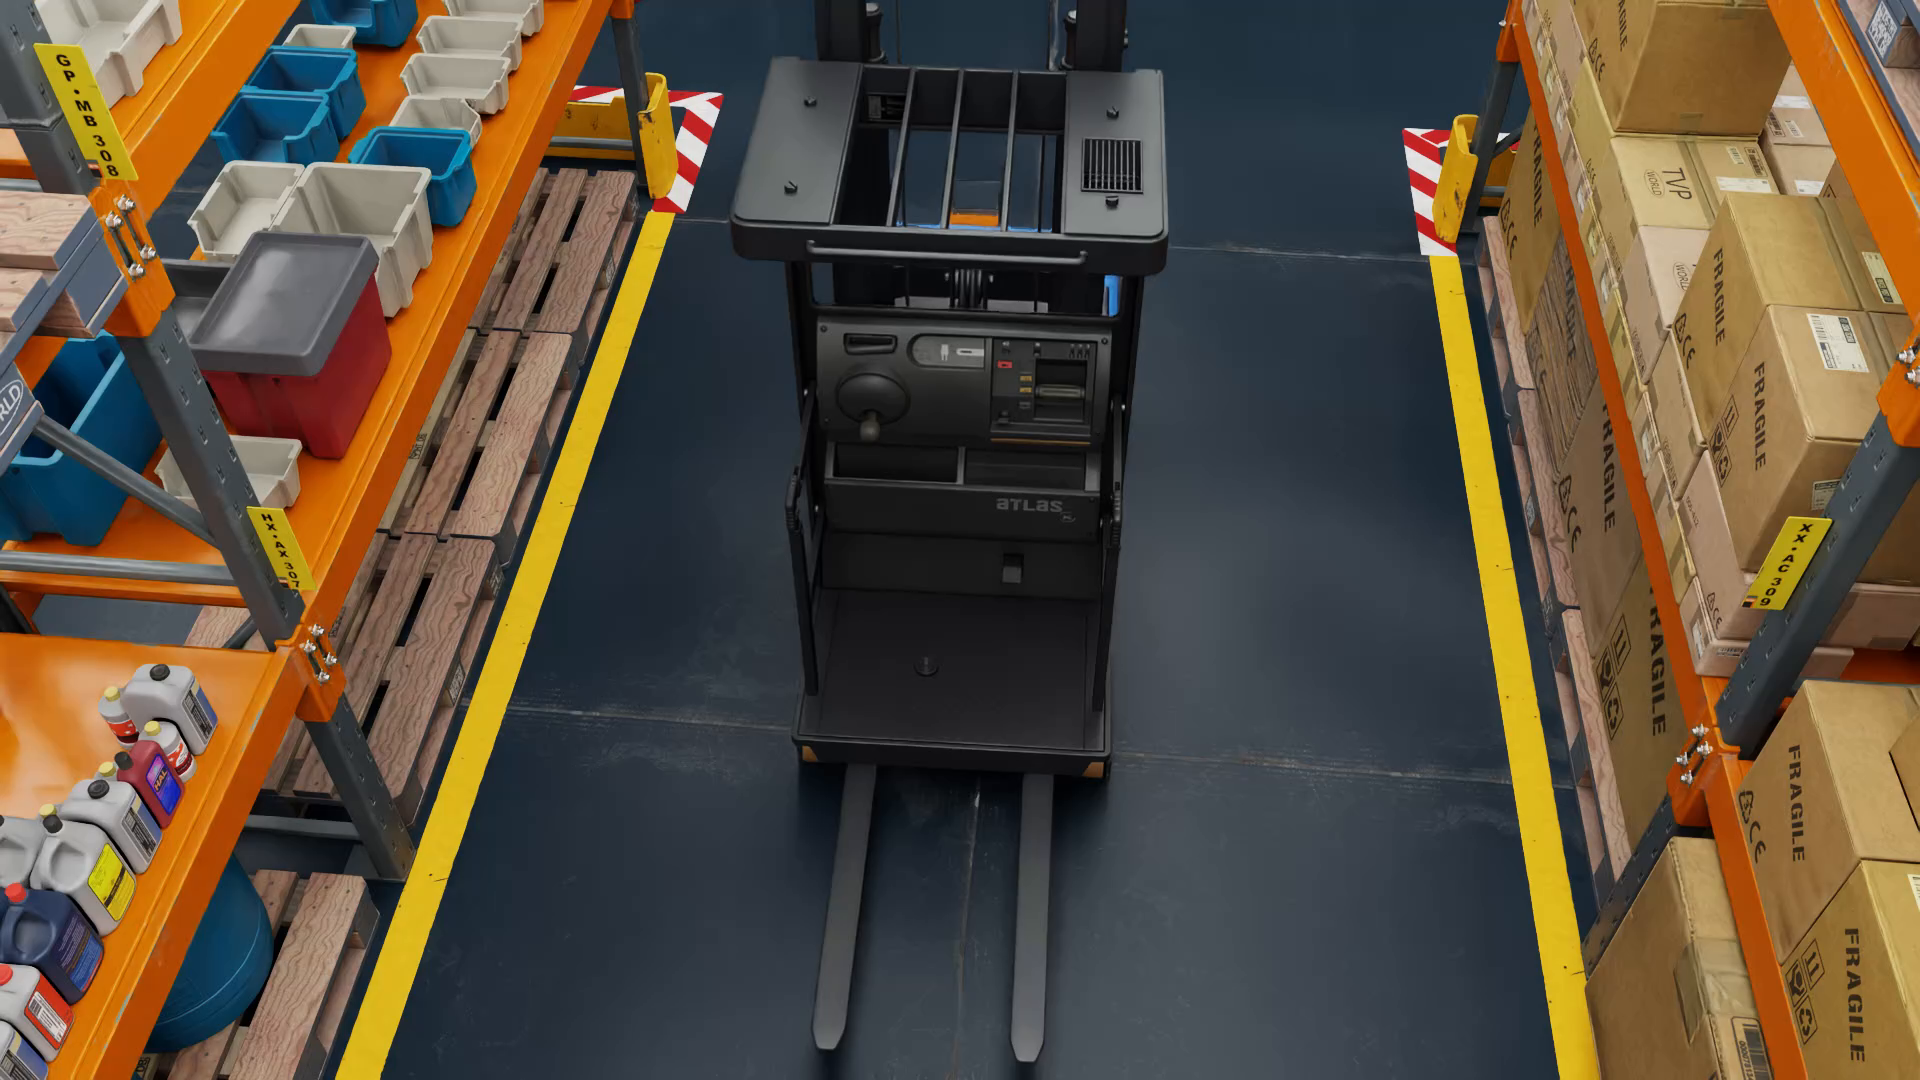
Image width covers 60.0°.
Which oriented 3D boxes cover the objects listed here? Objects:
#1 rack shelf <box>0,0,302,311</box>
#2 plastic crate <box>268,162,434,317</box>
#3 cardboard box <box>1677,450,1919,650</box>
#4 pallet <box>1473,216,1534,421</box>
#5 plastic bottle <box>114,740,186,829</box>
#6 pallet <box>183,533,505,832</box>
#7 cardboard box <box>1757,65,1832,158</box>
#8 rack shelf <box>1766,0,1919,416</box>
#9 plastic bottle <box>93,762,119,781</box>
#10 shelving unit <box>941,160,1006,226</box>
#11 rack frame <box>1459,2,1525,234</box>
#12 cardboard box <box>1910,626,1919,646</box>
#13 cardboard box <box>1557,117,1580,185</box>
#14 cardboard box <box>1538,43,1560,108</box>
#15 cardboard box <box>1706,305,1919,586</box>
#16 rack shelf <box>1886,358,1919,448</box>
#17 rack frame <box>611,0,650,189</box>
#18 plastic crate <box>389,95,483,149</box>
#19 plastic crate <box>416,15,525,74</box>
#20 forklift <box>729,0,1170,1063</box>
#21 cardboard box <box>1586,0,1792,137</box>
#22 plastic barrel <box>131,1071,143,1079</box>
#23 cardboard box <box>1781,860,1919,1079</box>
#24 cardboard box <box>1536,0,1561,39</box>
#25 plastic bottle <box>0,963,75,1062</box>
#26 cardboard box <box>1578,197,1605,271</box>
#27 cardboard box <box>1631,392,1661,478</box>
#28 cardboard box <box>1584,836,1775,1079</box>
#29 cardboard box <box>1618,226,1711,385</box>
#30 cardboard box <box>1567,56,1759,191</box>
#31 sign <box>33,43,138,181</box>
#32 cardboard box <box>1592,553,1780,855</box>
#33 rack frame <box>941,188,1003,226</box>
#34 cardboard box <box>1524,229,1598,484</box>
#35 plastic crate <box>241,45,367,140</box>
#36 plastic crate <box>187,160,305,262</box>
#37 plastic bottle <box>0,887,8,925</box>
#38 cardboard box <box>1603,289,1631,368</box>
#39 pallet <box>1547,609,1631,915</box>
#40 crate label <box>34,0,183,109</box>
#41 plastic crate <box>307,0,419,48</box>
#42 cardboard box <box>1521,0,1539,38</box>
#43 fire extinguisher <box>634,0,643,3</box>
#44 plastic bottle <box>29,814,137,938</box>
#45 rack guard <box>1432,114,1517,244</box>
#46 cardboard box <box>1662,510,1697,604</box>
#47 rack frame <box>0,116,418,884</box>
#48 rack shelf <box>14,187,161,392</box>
[{"bbox_3d":[-2.201,-2.158,5.146,1.077,0.370,4.000,4,48,4],"label":"rack shelf"},{"bbox_3d":[-2.060,-1.009,5.679,0.437,0.282,0.530,4,48,4],"label":"plastic crate"},{"bbox_3d":[2.328,0.022,4.597,0.500,0.250,0.500,3,48,3],"label":"cardboard box"},{"bbox_3d":[2.919,-0.991,7.513,1.003,0.211,1.213,4,48,4],"label":"pallet"},{"bbox_3d":[-2.072,0.605,4.243,0.061,0.283,0.133,4,48,4],"label":"plastic bottle"},{"bbox_3d":[-2.354,0.479,6.168,1.003,0.211,1.213,4,48,4],"label":"pallet"},{"bbox_3d":[3.041,-1.454,5.947,0.500,0.250,0.500,2,48,2],"label":"cardboard box"},{"bbox_3d":[2.732,-1.825,4.841,1.077,0.370,4.000,4,48,4],"label":"rack shelf"},{"bbox_3d":[-2.153,0.641,4.266,0.097,0.201,0.097,0,48,0],"label":"plastic bottle"},{"bbox_3d":[0.054,-1.002,6.853,0.258,1.200,0.189,3,48,3],"label":"shelving unit"},{"bbox_3d":[2.914,-2.525,7.027,1.000,3.000,0.127,4,48,4],"label":"rack frame"},{"bbox_3d":[2.853,0.037,4.583,0.500,0.250,0.500,3,48,3],"label":"cardboard box"},{"bbox_3d":[2.461,-1.446,6.210,0.380,0.149,0.250,3,48,3],"label":"cardboard box"},{"bbox_3d":[2.508,-1.825,6.556,0.380,0.149,0.250,3,48,3],"label":"cardboard box"},{"bbox_3d":[2.325,-0.244,4.333,0.500,0.500,0.500,5,48,5],"label":"cardboard box"},{"bbox_3d":[2.367,1.114,2.153,1.077,0.370,4.000,4,48,4],"label":"rack shelf"},{"bbox_3d":[-2.018,-2.858,7.331,1.000,3.000,0.127,4,48,4],"label":"rack frame"},{"bbox_3d":[-1.963,-1.541,6.265,0.298,0.136,0.250,4,48,4],"label":"plastic crate"},{"bbox_3d":[-1.953,-1.966,6.653,0.396,0.136,0.243,4,48,4],"label":"plastic crate"},{"bbox_3d":[-0.002,-0.396,5.126,1.130,2.935,3.031,3,48,3],"label":"forklift"},{"bbox_3d":[2.515,-1.745,5.705,0.500,0.500,0.500,3,48,2],"label":"cardboard box"},{"bbox_3d":[-2.514,1.567,4.422,0.600,0.901,0.708,4,48,4],"label":"plastic barrel"},{"bbox_3d":[2.214,1.071,3.670,0.500,0.500,0.500,4,48,4],"label":"cardboard box"},{"bbox_3d":[2.601,-2.240,6.666,0.500,0.250,0.500,3,48,2],"label":"cardboard box"},{"bbox_3d":[-2.176,1.074,3.819,0.152,0.276,0.135,4,48,4],"label":"plastic bottle"},{"bbox_3d":[2.414,-1.071,5.867,0.380,0.149,0.250,3,48,3],"label":"cardboard box"},{"bbox_3d":[2.321,-0.314,5.174,0.380,0.149,0.250,5,48,4],"label":"cardboard box"},{"bbox_3d":[2.511,1.461,4.536,1.225,0.875,0.875,4,48,4],"label":"cardboard box"},{"bbox_3d":[2.419,-0.733,5.288,0.500,0.250,0.500,5,48,4],"label":"cardboard box"},{"bbox_3d":[2.511,-1.489,5.979,0.500,0.250,0.500,2,48,2],"label":"cardboard box"},{"bbox_3d":[-1.835,-0.896,3.498,0.100,0.325,0.005,4,48,4],"label":"sign"},{"bbox_3d":[2.689,0.510,5.406,0.875,0.875,0.875,4,48,4],"label":"cardboard box"},{"bbox_3d":[0.048,-0.934,6.792,0.240,1.200,0.006,3,48,3],"label":"rack frame"},{"bbox_3d":[2.852,-0.805,6.609,0.875,0.875,0.875,4,48,4],"label":"cardboard box"},{"bbox_3d":[-2.489,-1.695,6.340,0.416,0.233,0.300,4,48,4],"label":"plastic crate"},{"bbox_3d":[-2.523,-1.150,5.907,0.293,0.136,0.466,4,48,4],"label":"plastic crate"},{"bbox_3d":[-2.301,0.921,3.908,0.144,0.351,0.185,4,48,4],"label":"plastic bottle"},{"bbox_3d":[2.368,-0.691,5.520,0.380,0.149,0.250,3,48,3],"label":"cardboard box"},{"bbox_3d":[2.697,0.802,5.873,1.003,0.211,1.213,4,48,4],"label":"pallet"},{"bbox_3d":[-2.050,-1.182,3.944,0.293,0.136,0.466,4,48,4],"label":"crate label"},{"bbox_3d":[-2.429,-2.179,6.783,0.416,0.233,0.300,4,48,4],"label":"plastic crate"},{"bbox_3d":[2.553,-2.202,6.901,0.380,0.149,0.250,4,48,4],"label":"cardboard box"},{"bbox_3d":[-1.552,-2.786,7.571,0.296,0.674,0.183,4,48,4],"label":"fire extinguisher"},{"bbox_3d":[-2.141,0.795,4.023,0.144,0.351,0.185,4,48,4],"label":"plastic bottle"},{"bbox_3d":[2.916,-1.699,7.965,1.175,0.500,0.348,4,48,4],"label":"rack guard"},{"bbox_3d":[2.274,0.063,4.829,0.380,0.149,0.250,5,48,4],"label":"cardboard box"},{"bbox_3d":[-2.383,0.081,4.643,1.000,3.000,0.127,4,48,4],"label":"rack frame"},{"bbox_3d":[-2.565,0.781,2.457,1.077,0.370,4.000,4,48,4],"label":"rack shelf"}]
